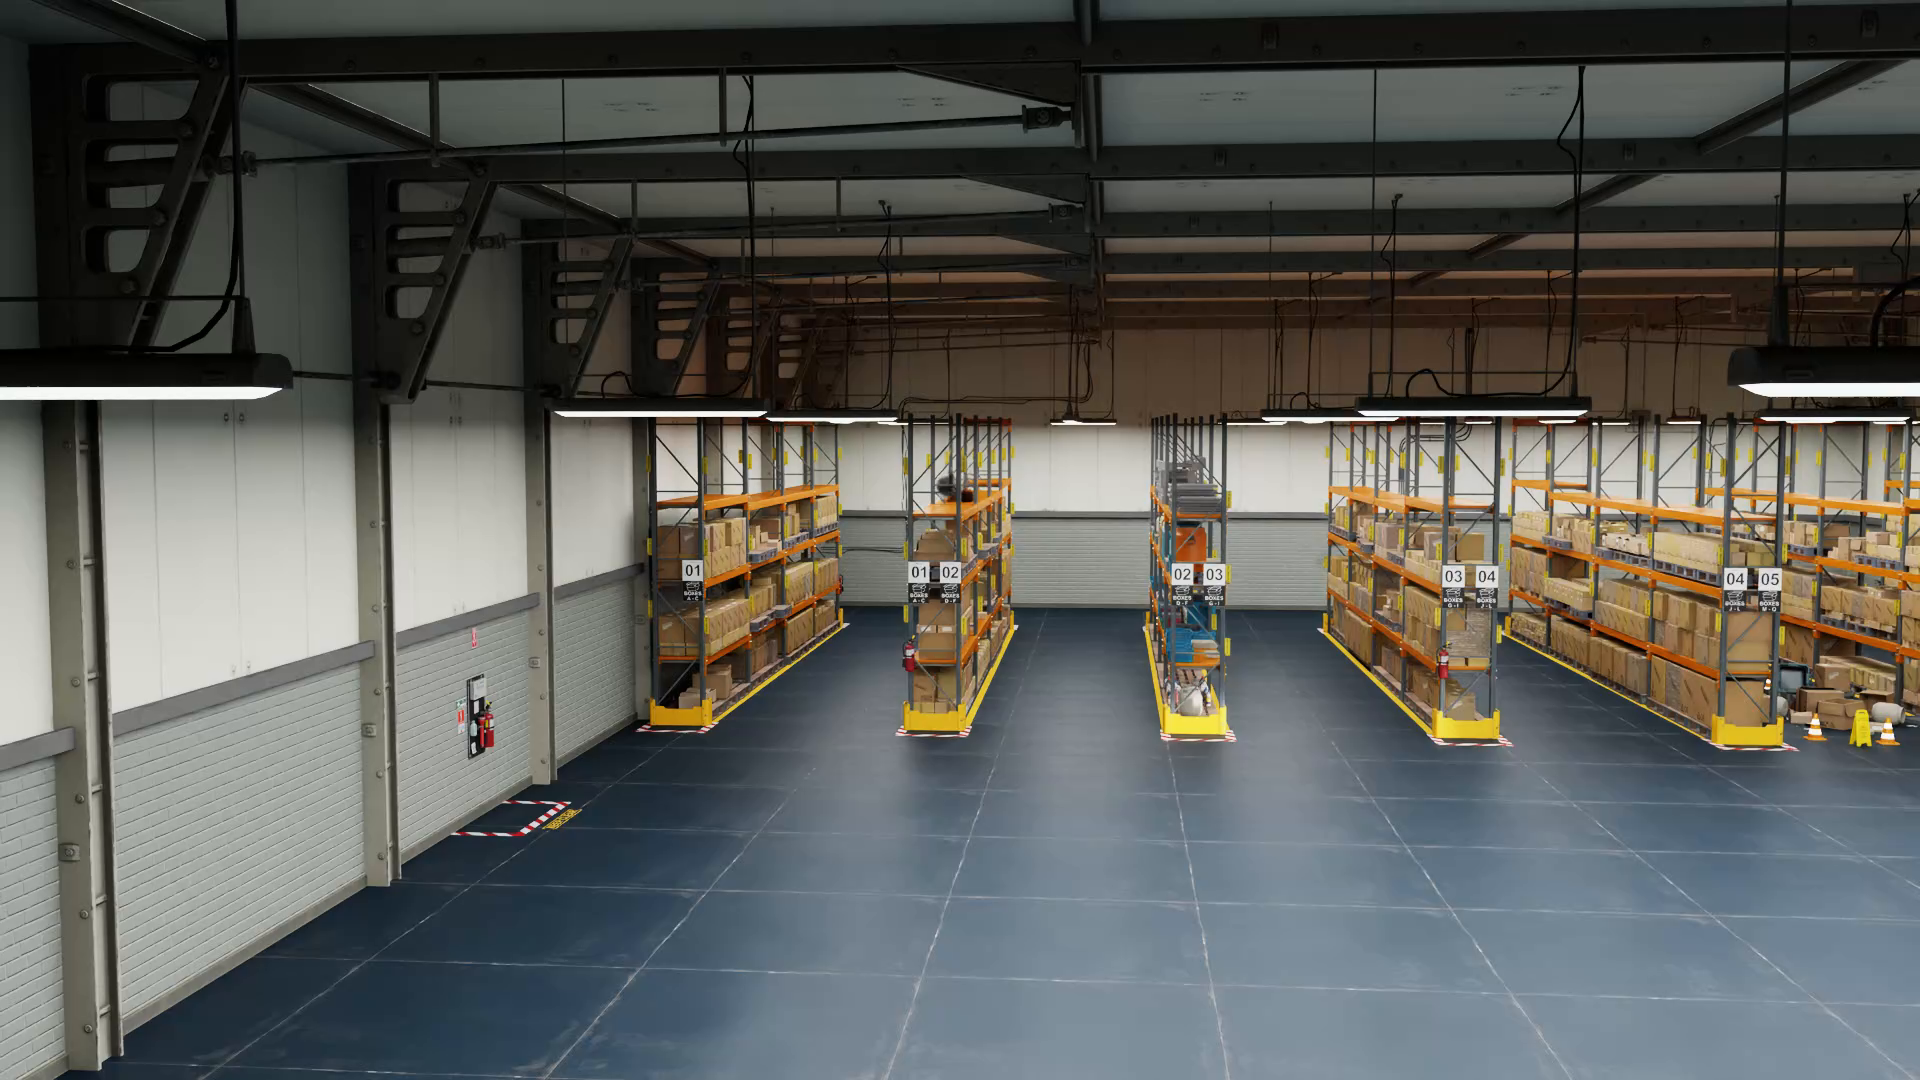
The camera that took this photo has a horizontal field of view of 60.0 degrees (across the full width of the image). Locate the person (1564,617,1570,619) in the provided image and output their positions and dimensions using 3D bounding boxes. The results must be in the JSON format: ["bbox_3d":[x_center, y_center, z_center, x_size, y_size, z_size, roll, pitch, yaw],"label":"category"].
[{"bbox_3d":[17.446,1.652,47.231,0.912,1.824,0.654,0,4,6],"label":"person"}]

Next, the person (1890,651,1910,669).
[{"bbox_3d":[21.667,2.311,38.272,0.595,1.660,0.584,0,4,2],"label":"person"}]

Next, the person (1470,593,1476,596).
[{"bbox_3d":[13.876,1.807,45.162,0.678,1.728,0.598,0,4,2],"label":"person"}]
